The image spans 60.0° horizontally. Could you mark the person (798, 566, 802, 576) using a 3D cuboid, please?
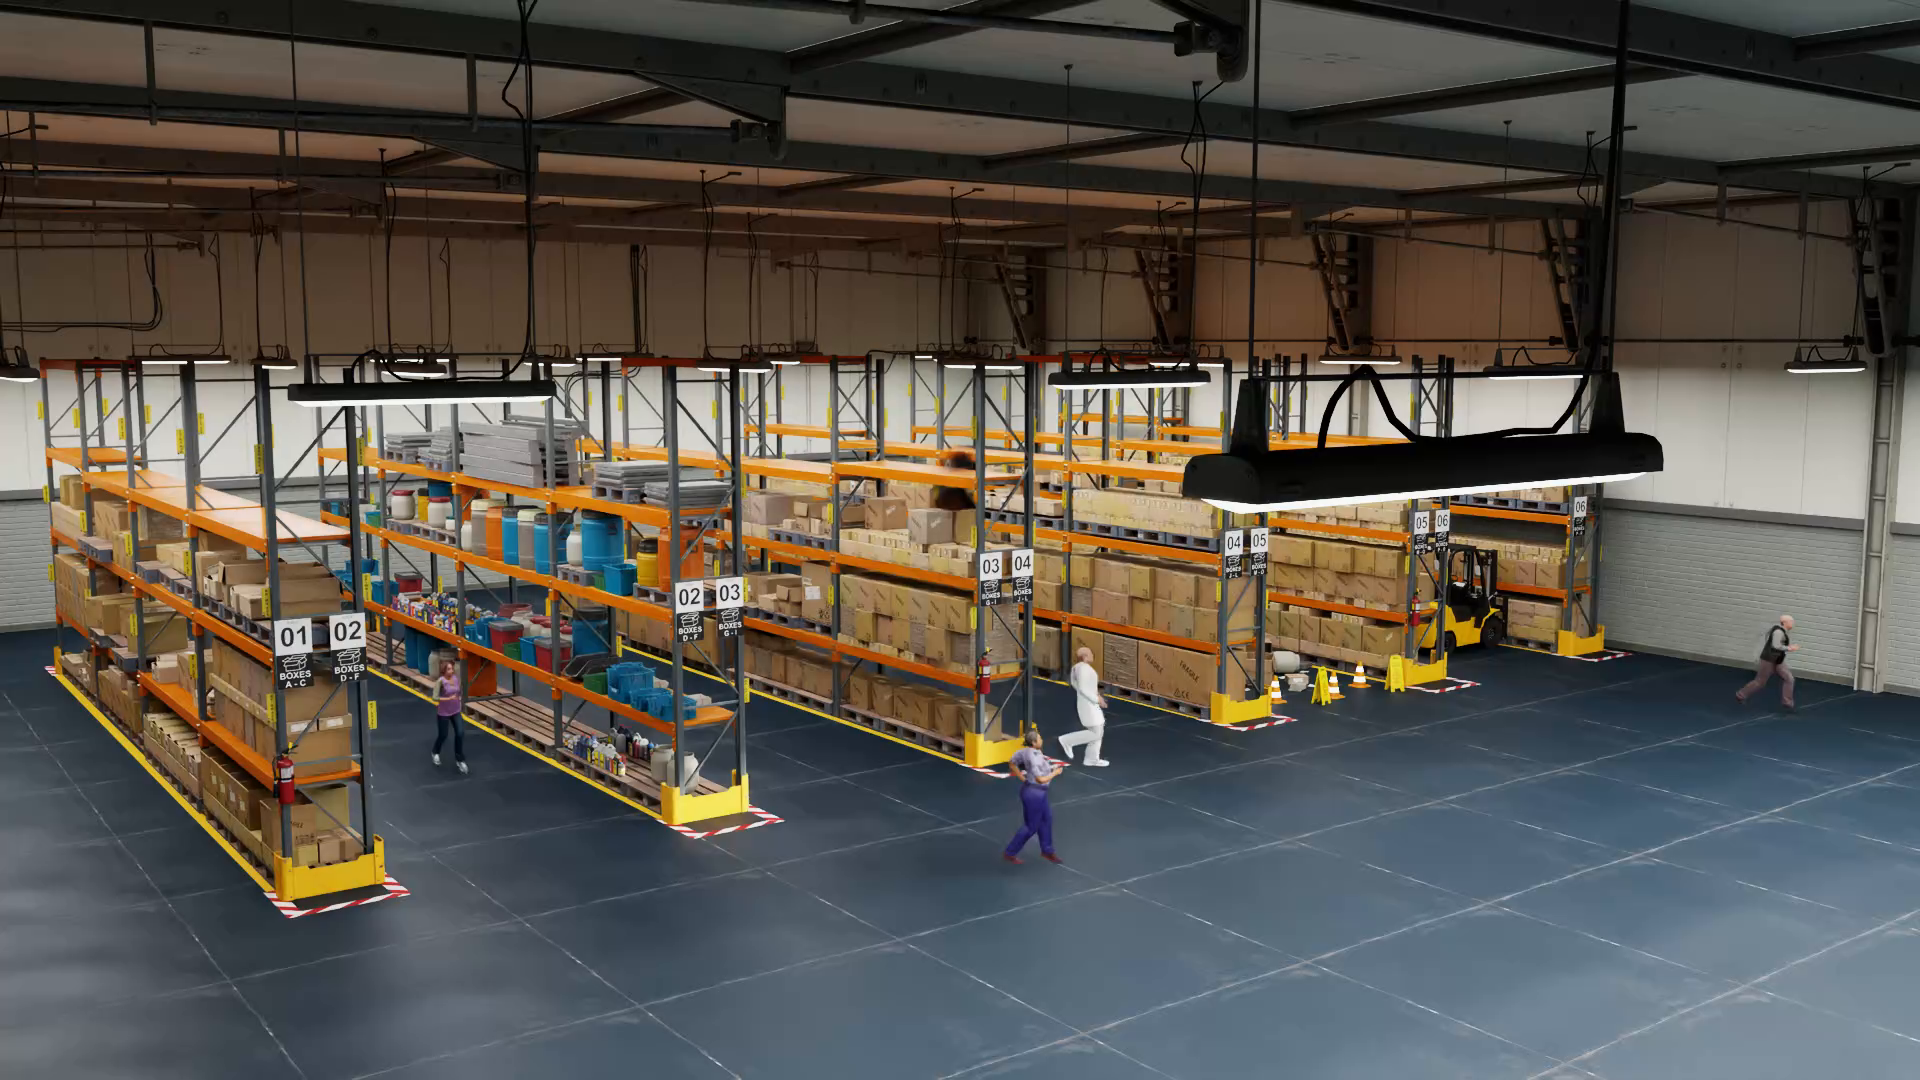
[{"bbox_3d":[-3.849,0.521,41.760,0.484,1.637,0.672,2,7,17],"label":"person"}]

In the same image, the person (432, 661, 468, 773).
[{"bbox_3d":[-7.560,2.584,24.525,0.778,1.631,0.565,6,9,41],"label":"person"}]

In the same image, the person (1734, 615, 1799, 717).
[{"bbox_3d":[13.741,2.110,28.263,1.013,1.735,0.657,6,9,39],"label":"person"}]

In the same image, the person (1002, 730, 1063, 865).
[{"bbox_3d":[0.878,3.115,19.969,0.779,1.681,0.592,-1,7,-9],"label":"person"}]

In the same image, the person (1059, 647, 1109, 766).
[{"bbox_3d":[1.772,2.387,23.803,0.749,1.741,0.712,-1,7,-4],"label":"person"}]
